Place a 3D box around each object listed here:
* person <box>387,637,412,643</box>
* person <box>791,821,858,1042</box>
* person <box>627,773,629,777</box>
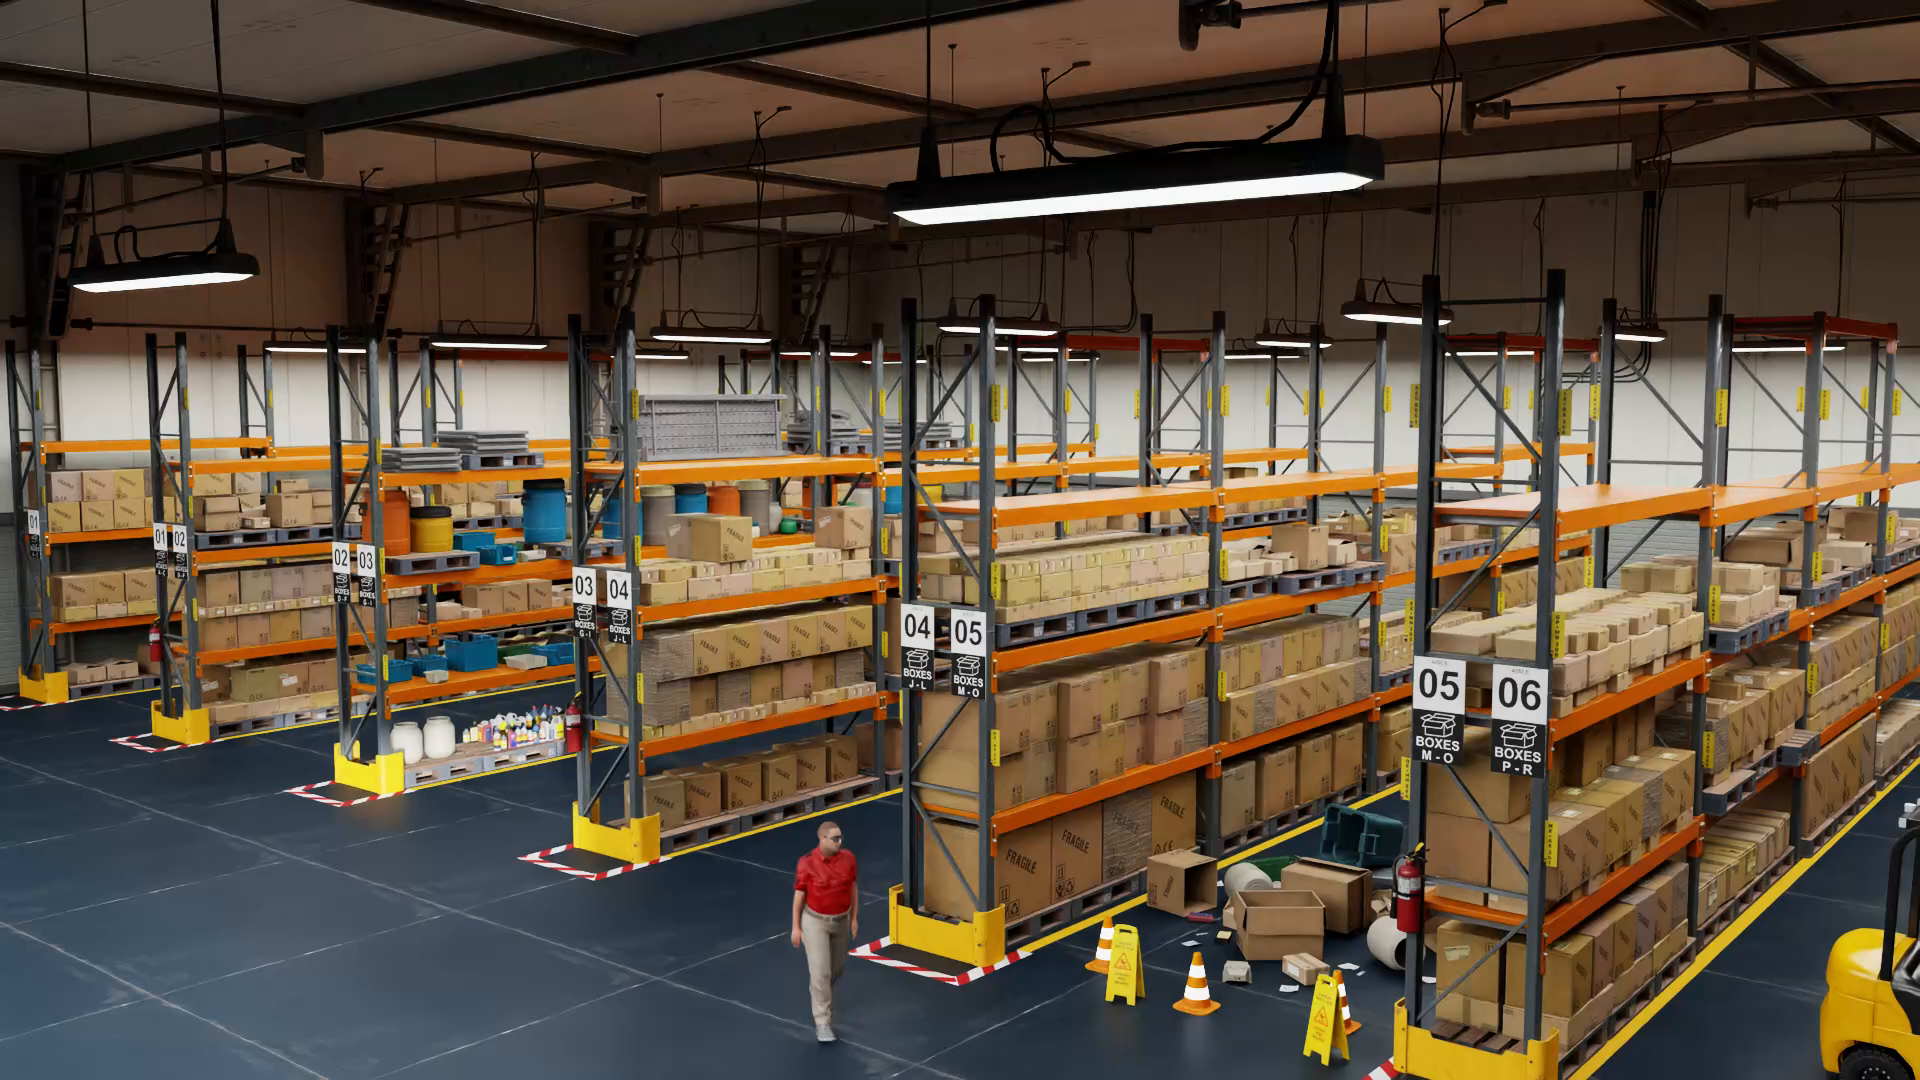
[{"bbox_3d":[-10.123,1.624,29.617,0.596,1.722,1.070,2,6,25],"label":"person"},{"bbox_3d":[-1.076,3.108,13.504,0.571,1.684,0.906,-3,6,-30],"label":"person"},{"bbox_3d":[-4.181,2.372,22.436,0.503,1.561,0.808,3,6,34],"label":"person"}]
